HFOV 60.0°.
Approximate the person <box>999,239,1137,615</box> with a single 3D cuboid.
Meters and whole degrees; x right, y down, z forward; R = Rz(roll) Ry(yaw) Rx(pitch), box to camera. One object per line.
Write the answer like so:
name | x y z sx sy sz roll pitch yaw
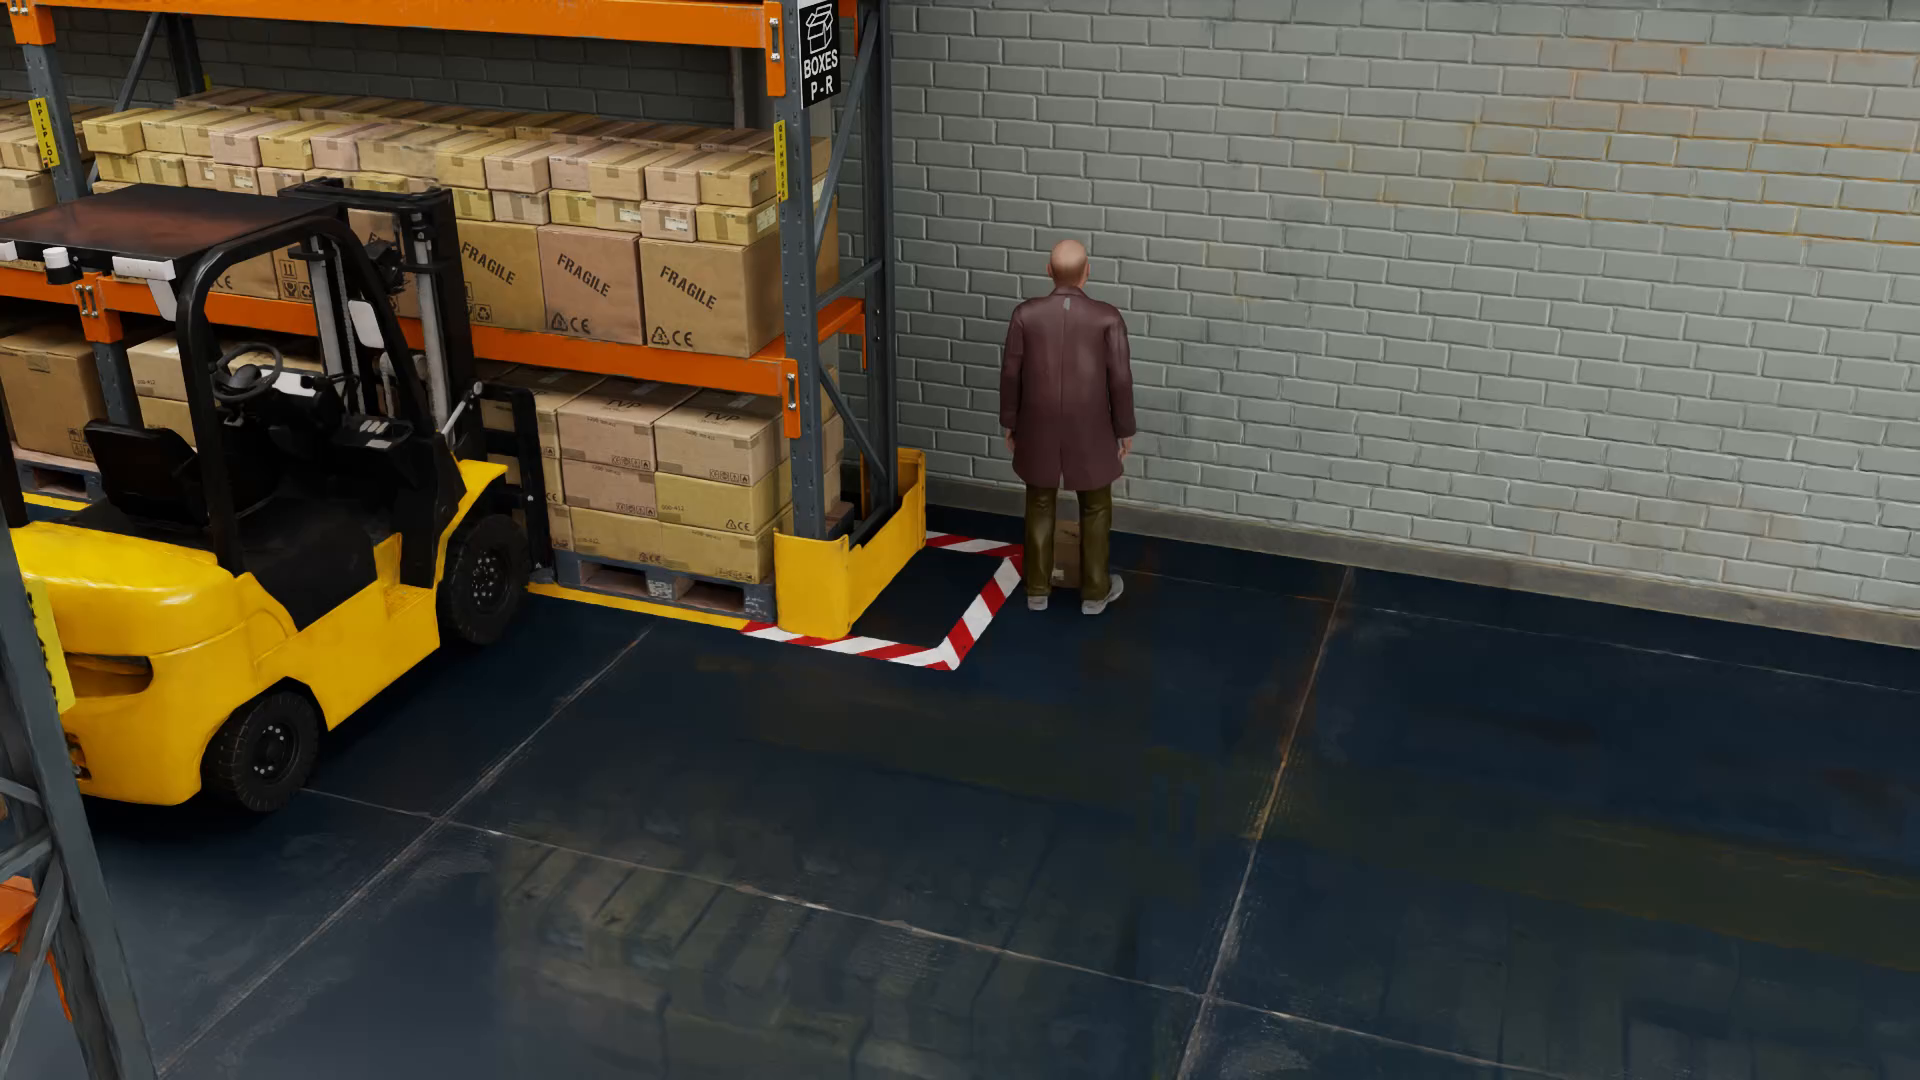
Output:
person | 0.496 -0.510 7.703 0.643 1.773 0.431 5 26 11
